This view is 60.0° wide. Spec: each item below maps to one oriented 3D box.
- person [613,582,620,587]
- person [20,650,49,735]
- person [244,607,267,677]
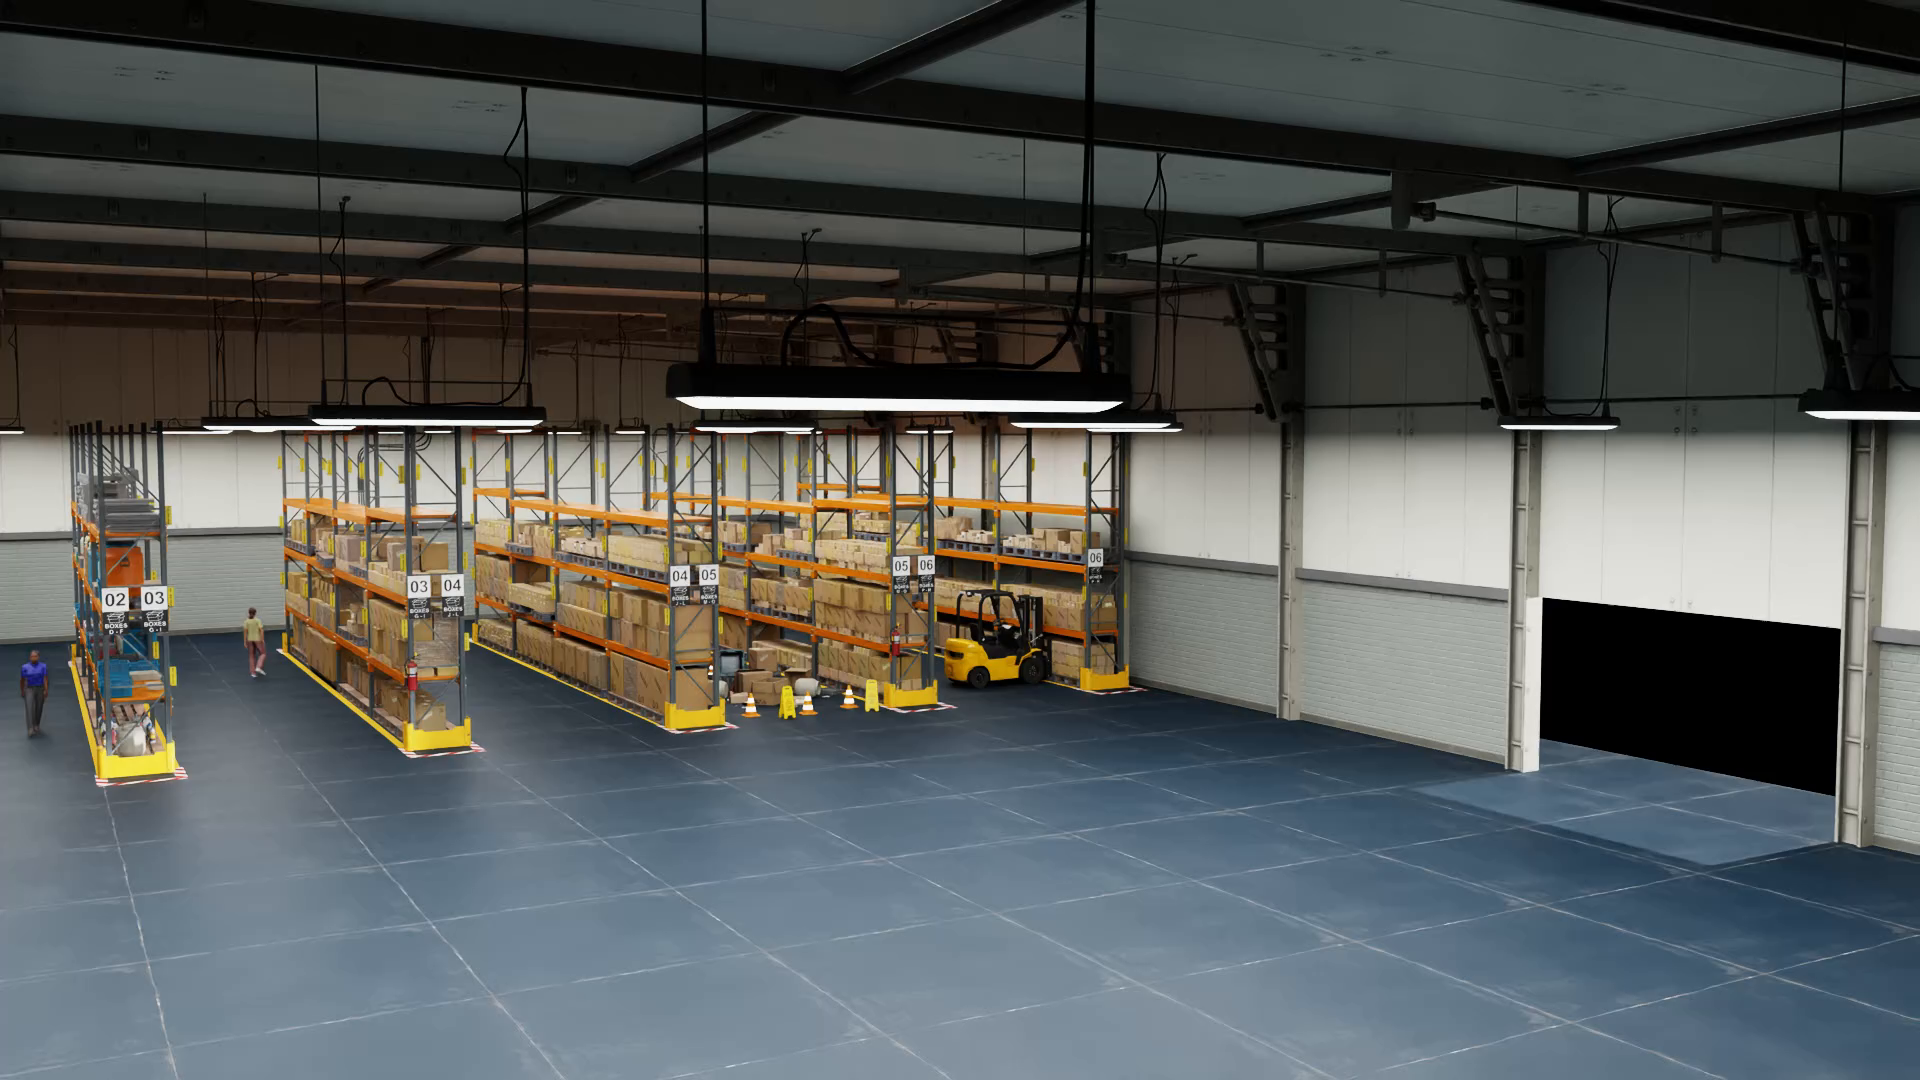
[{"bbox_3d":[-9.558,2.036,45.977,0.767,1.765,0.712,-2,4,-25],"label":"person"},{"bbox_3d":[-17.801,2.917,32.013,0.469,1.605,0.977,-3,5,-41],"label":"person"},{"bbox_3d":[-16.826,2.441,39.648,0.485,1.672,0.482,0,4,-4],"label":"person"}]
